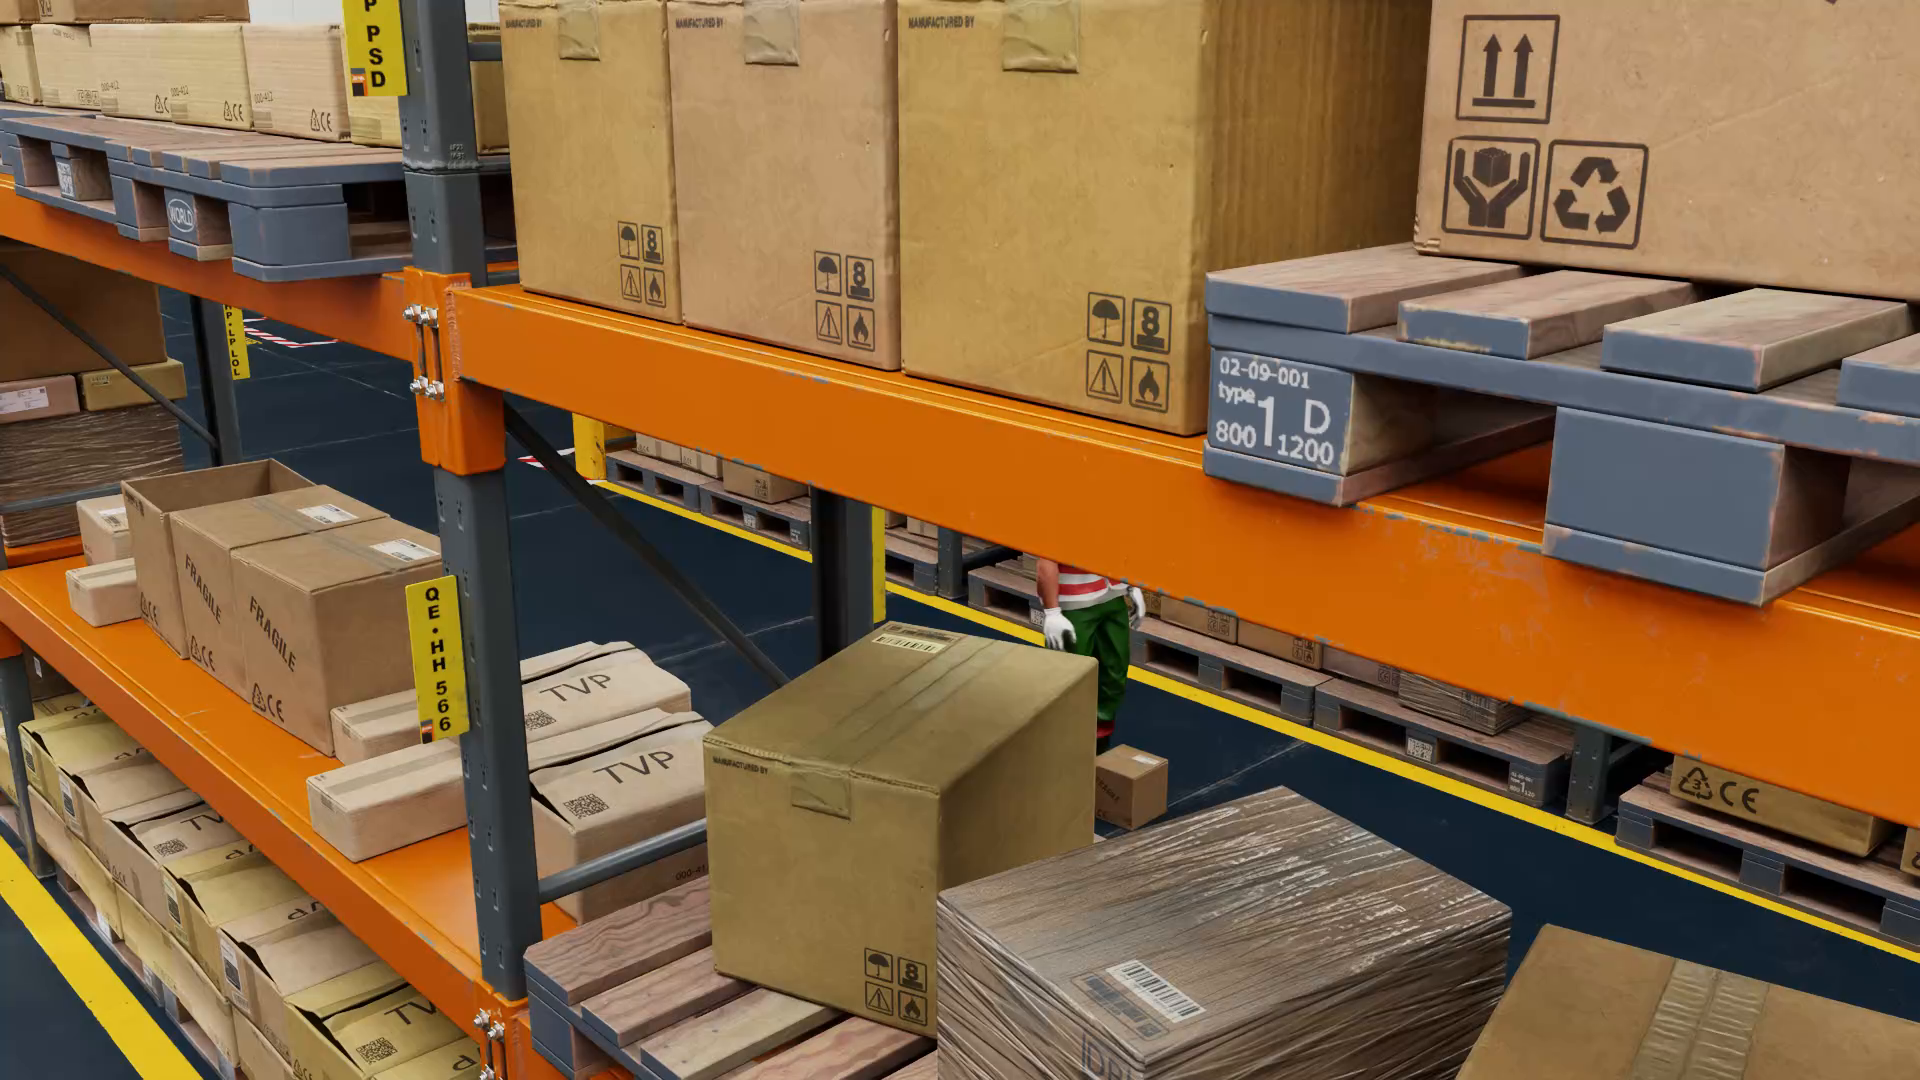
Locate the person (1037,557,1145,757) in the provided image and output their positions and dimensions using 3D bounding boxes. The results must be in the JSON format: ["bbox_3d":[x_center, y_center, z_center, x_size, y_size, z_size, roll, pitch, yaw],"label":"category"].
[{"bbox_3d":[0.571,0.285,7.095,0.618,1.779,0.455,-16,23,-42],"label":"person"}]
